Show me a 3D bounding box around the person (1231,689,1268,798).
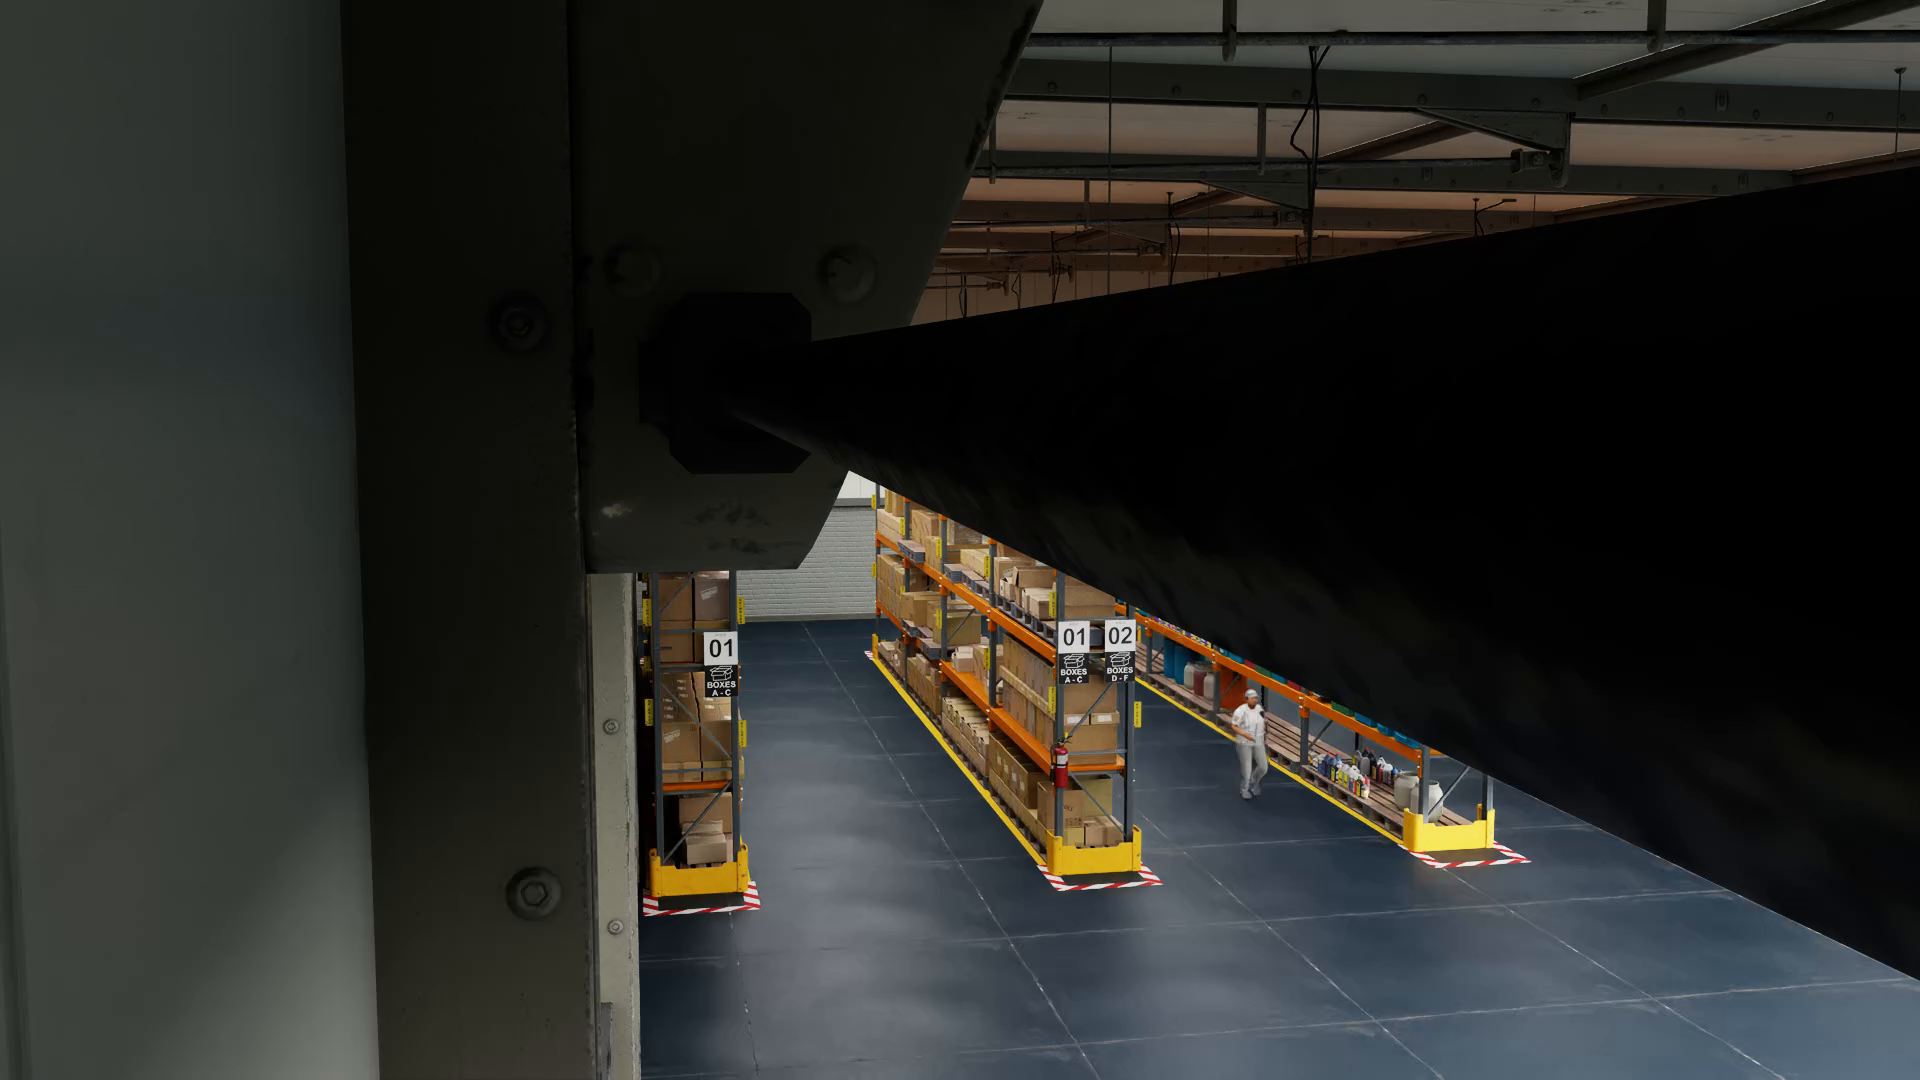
[{"bbox_3d":[4.287,3.005,24.476,0.603,1.628,0.573,-1,6,-14],"label":"person"}]
